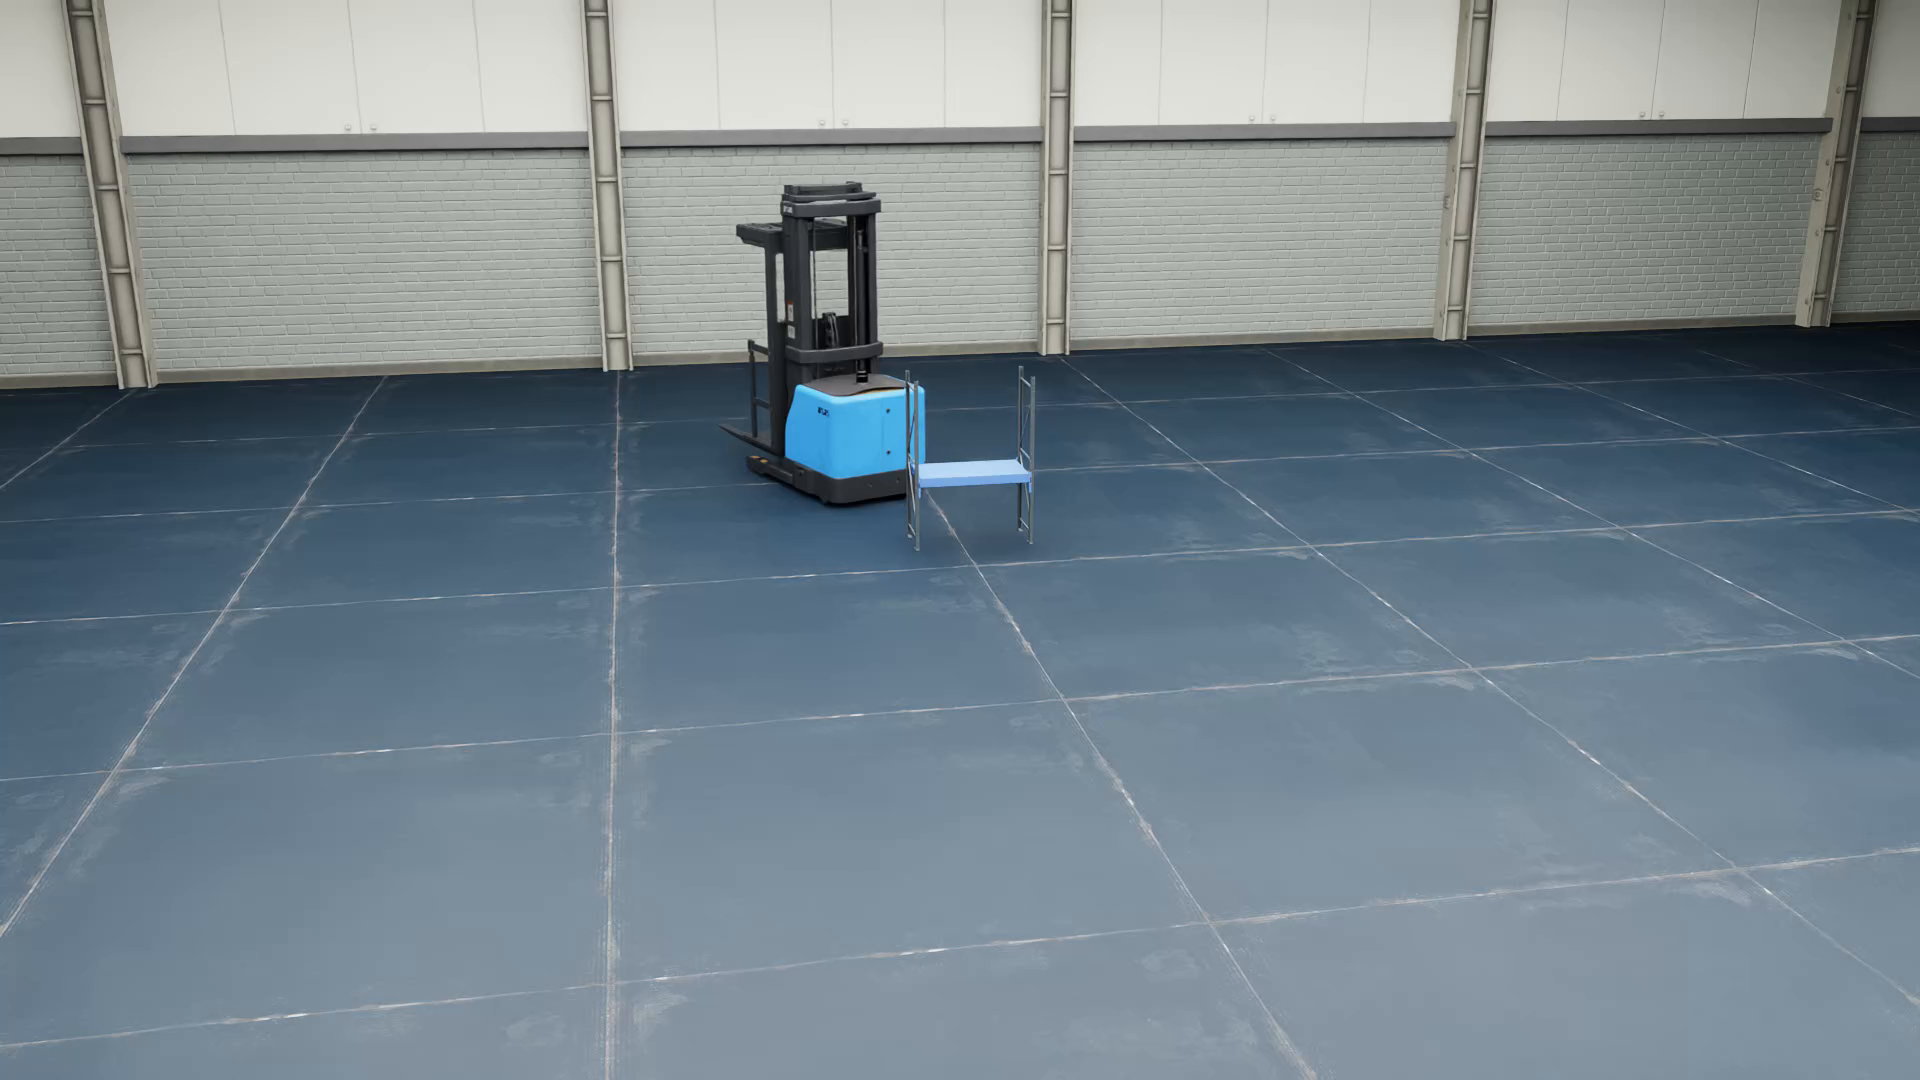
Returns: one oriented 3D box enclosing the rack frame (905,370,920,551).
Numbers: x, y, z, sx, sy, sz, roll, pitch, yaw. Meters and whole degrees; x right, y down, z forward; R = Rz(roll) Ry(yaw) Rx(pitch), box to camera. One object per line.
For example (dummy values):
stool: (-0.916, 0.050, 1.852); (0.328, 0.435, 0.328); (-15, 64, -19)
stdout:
rack frame: (-0.415, -0.693, 14.515); (0.032, 1.500, 0.500); (-3, 17, -10)

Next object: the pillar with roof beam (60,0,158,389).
pillar with roof beam: (-9.656, -5.026, 15.849); (0.400, 9.000, 9.100); (-3, 17, -10)

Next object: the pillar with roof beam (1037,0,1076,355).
pillar with roof beam: (2.126, -5.694, 18.025); (0.400, 9.000, 9.100); (-3, 17, -10)

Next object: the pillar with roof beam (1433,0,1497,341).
pillar with roof beam: (8.017, -6.029, 19.113); (0.400, 9.000, 9.100); (-3, 17, -10)

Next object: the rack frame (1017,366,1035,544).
rack frame: (0.583, -0.750, 14.699); (0.032, 1.500, 0.500); (-3, 17, -10)

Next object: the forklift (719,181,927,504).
forklift: (-1.538, -2.122, 16.728); (1.130, 2.935, 3.031); (-11, 20, -31)

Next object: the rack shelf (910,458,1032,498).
rack shelf: (0.084, -0.550, 14.660); (1.000, 0.185, 0.538); (-3, 17, -10)

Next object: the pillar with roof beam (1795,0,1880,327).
pillar with roof beam: (13.909, -6.363, 20.201); (0.400, 9.000, 9.100); (-3, 17, -10)

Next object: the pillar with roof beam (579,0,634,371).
pillar with roof beam: (-3.765, -5.360, 16.937); (0.400, 9.000, 9.100); (-3, 17, -10)

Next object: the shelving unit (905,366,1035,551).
shelving unit: (0.084, -0.722, 14.607); (1.048, 1.500, 0.538); (-3, 17, -10)
